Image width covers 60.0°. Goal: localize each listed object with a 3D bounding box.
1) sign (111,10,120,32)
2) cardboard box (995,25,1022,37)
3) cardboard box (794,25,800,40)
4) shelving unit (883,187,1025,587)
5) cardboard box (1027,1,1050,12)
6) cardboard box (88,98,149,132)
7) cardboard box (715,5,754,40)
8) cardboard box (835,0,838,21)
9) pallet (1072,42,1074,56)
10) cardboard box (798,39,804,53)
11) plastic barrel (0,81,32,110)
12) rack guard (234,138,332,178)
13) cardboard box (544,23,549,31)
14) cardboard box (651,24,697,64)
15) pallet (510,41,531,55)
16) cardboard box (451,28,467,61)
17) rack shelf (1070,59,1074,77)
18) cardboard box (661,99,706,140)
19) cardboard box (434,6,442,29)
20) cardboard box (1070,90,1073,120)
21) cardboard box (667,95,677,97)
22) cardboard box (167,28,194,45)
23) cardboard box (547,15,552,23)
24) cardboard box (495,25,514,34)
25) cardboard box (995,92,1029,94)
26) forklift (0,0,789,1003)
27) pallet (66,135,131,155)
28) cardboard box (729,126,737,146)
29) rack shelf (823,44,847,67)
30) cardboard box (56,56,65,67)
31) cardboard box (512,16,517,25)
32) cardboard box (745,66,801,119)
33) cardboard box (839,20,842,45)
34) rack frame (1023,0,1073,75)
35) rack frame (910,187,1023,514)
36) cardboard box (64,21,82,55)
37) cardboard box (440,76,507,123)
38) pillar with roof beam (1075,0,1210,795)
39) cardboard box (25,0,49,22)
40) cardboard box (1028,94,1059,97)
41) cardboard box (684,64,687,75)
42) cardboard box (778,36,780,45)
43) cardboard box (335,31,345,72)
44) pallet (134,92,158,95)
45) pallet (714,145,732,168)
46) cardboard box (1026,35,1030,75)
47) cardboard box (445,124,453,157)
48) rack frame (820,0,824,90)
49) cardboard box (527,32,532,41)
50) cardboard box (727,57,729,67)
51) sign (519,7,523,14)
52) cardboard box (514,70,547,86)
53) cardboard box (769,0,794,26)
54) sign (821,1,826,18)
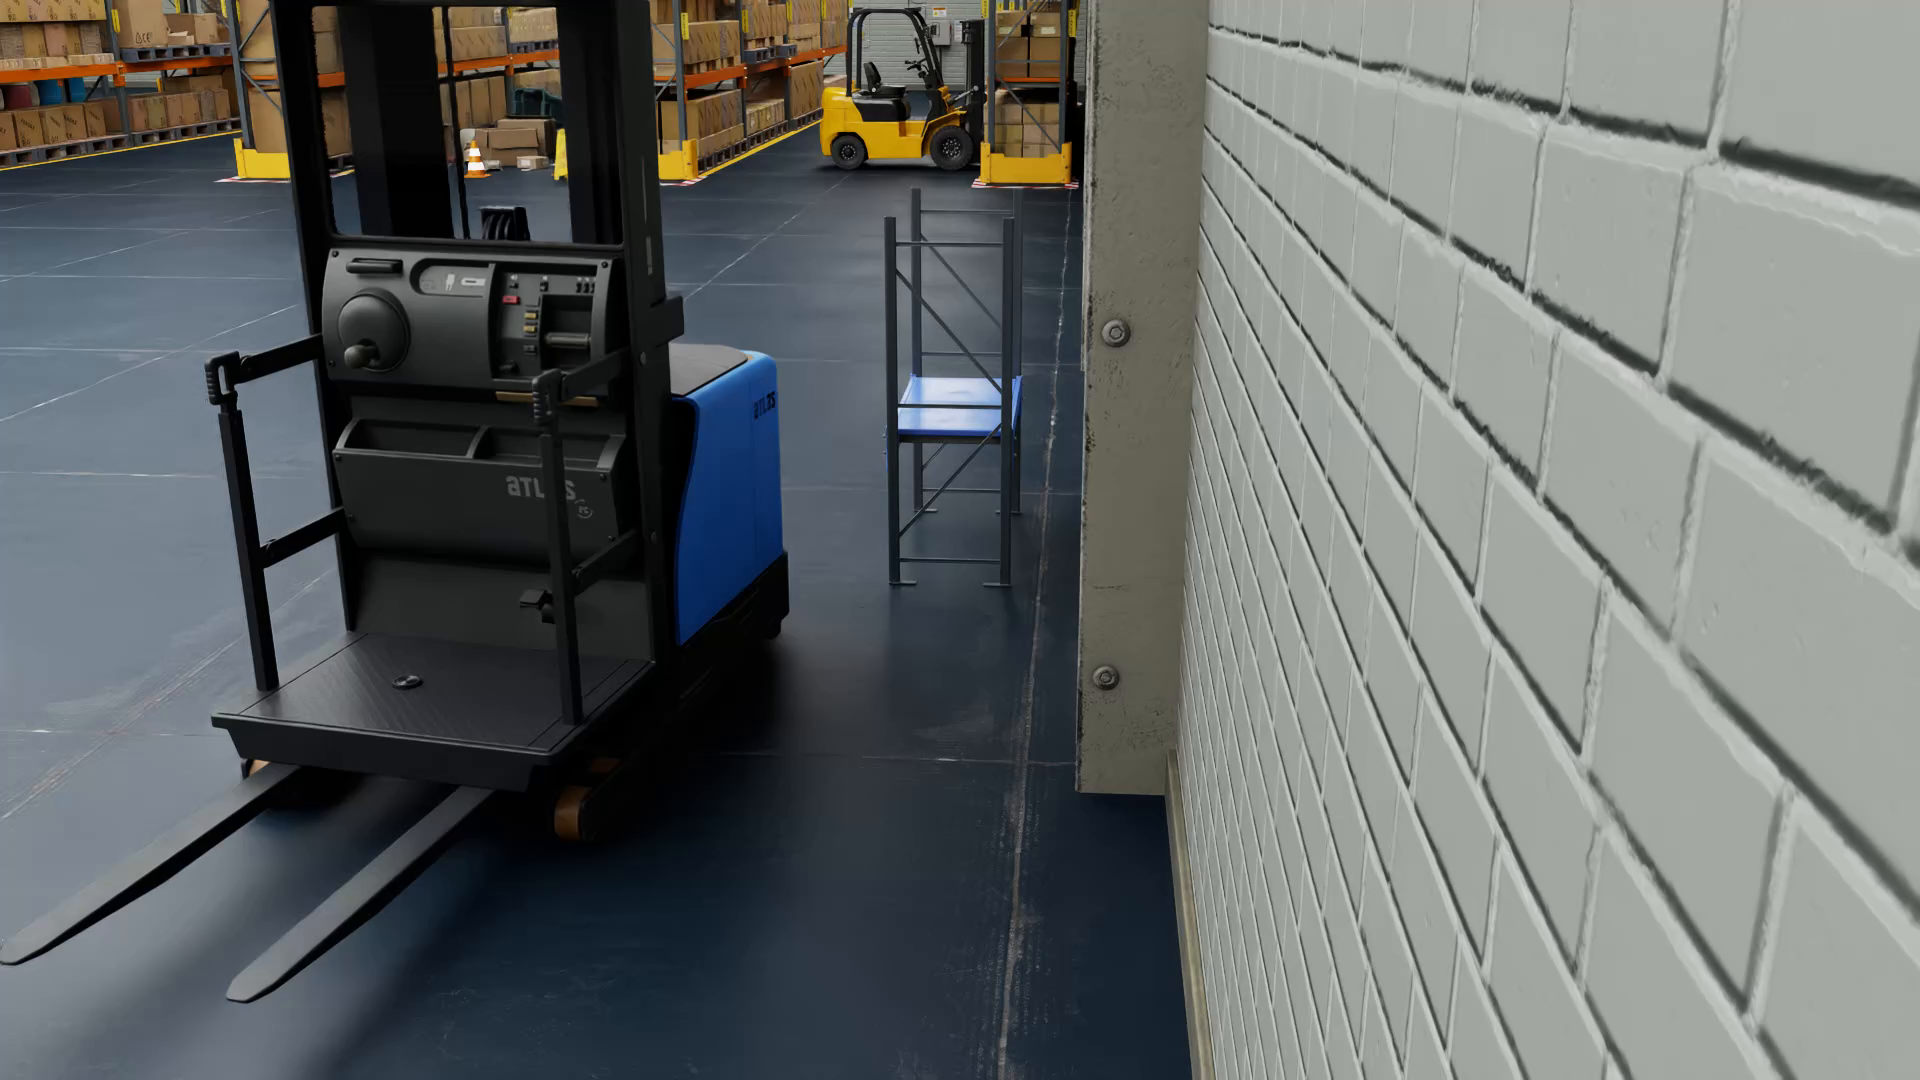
[{"bbox_3d":[-13.145,-8.083,25.884,0.100,0.325,0.005,1,18,4],"label":"sign"},{"bbox_3d":[0.608,-6.578,21.479,0.380,0.149,0.250,2,18,5],"label":"cardboard box"},{"bbox_3d":[-3.195,-9.181,30.064,0.500,0.250,0.500,2,18,5],"label":"cardboard box"},{"bbox_3d":[-0.006,-0.686,7.109,0.538,1.500,1.048,1,18,4],"label":"shelving unit"},{"bbox_3d":[1.601,-10.903,34.440,0.500,0.500,0.500,2,18,5],"label":"cardboard box"},{"bbox_3d":[-13.621,-6.893,26.950,0.700,0.500,0.500,0,18,0],"label":"cardboard box"},{"bbox_3d":[-3.483,-7.988,25.671,0.500,0.500,0.500,2,18,5],"label":"cardboard box"},{"bbox_3d":[-2.824,-11.082,34.661,0.500,0.500,0.500,1,18,4],"label":"cardboard box"},{"bbox_3d":[1.414,-8.714,29.508,1.213,0.211,1.003,1,18,4],"label":"pallet"},{"bbox_3d":[-3.167,-9.101,30.620,0.500,0.250,0.500,2,18,6],"label":"cardboard box"},{"bbox_3d":[-18.241,-8.591,32.023,0.600,0.588,0.708,1,18,4],"label":"plastic barrel"},{"bbox_3d":[-9.035,-5.102,22.190,1.175,0.500,0.348,1,18,4],"label":"rack guard"},{"bbox_3d":[-8.078,-9.793,31.744,0.380,0.149,0.250,0,18,1],"label":"cardboard box"},{"bbox_3d":[-3.778,-6.548,21.951,0.500,0.500,0.500,1,18,3],"label":"cardboard box"},{"bbox_3d":[-8.515,-8.914,30.119,1.213,0.211,1.003,1,18,4],"label":"pallet"},{"bbox_3d":[-8.367,-8.056,27.032,0.500,0.500,0.500,1,18,4],"label":"cardboard box"},{"bbox_3d":[1.292,-7.630,27.047,1.077,0.370,4.000,1,18,4],"label":"rack shelf"},{"bbox_3d":[-3.754,-5.719,22.597,0.500,0.500,0.500,1,18,2],"label":"cardboard box"},{"bbox_3d":[-8.682,-8.376,26.403,0.700,0.500,0.500,1,18,3],"label":"cardboard box"},{"bbox_3d":[1.745,-7.729,29.535,0.500,0.500,0.500,2,18,6],"label":"cardboard box"},{"bbox_3d":[-4.214,-6.041,23.578,0.500,0.500,0.500,1,18,3],"label":"cardboard box"},{"bbox_3d":[-13.250,-8.536,28.197,0.396,0.266,0.258,1,18,2],"label":"cardboard box"},{"bbox_3d":[-8.065,-10.013,31.937,0.380,0.149,0.250,1,18,4],"label":"cardboard box"},{"bbox_3d":[-8.225,-9.149,29.778,0.380,0.149,0.250,2,18,6],"label":"cardboard box"},{"bbox_3d":[0.755,-6.417,24.325,0.500,0.250,0.500,1,18,4],"label":"cardboard box"},{"bbox_3d":[-1.509,-0.655,4.716,1.130,2.935,3.031,4,19,13],"label":"forklift"},{"bbox_3d":[-13.700,-6.147,25.844,1.003,0.211,1.213,1,18,4],"label":"pallet"},{"bbox_3d":[-3.605,-5.998,24.653,0.500,0.250,0.500,1,18,2],"label":"cardboard box"},{"bbox_3d":[-3.085,-10.224,34.964,1.077,0.370,4.000,1,18,4],"label":"rack shelf"},{"bbox_3d":[-13.548,-7.102,24.683,0.380,0.149,0.250,1,18,4],"label":"cardboard box"},{"bbox_3d":[-8.217,-9.367,29.967,0.380,0.149,0.250,1,18,2],"label":"cardboard box"},{"bbox_3d":[-3.383,-8.105,30.080,0.875,0.875,0.875,1,18,3],"label":"cardboard box"},{"bbox_3d":[-2.791,-10.764,35.294,0.500,0.500,0.500,2,18,6],"label":"cardboard box"},{"bbox_3d":[1.722,-9.835,32.622,1.000,3.000,0.127,1,18,4],"label":"rack frame"},{"bbox_3d":[0.030,-0.844,7.590,0.500,1.500,0.032,1,18,4],"label":"rack frame"},{"bbox_3d":[-13.852,-7.578,25.093,0.875,0.500,0.500,1,18,4],"label":"cardboard box"},{"bbox_3d":[-8.593,-7.725,29.121,1.050,0.750,0.750,1,18,3],"label":"cardboard box"},{"bbox_3d":[-3.773,-3.661,4.144,9.100,9.000,0.400,1,18,4],"label":"pillar with roof beam"},{"bbox_3d":[-13.555,-7.734,23.965,0.500,0.500,0.500,1,18,4],"label":"cardboard box"},{"bbox_3d":[1.236,-6.247,23.807,0.500,0.250,0.500,1,18,4],"label":"cardboard box"},{"bbox_3d":[-3.854,-6.278,22.170,0.380,0.149,0.250,2,18,5],"label":"cardboard box"},{"bbox_3d":[-3.251,-8.434,28.073,0.380,0.149,0.250,0,18,1],"label":"cardboard box"},{"bbox_3d":[-8.869,-6.827,23.200,0.875,0.550,0.550,1,18,4],"label":"cardboard box"},{"bbox_3d":[-17.865,-9.939,37.416,1.003,0.211,1.213,1,18,4],"label":"pallet"},{"bbox_3d":[-3.900,-5.546,24.010,1.003,0.211,1.213,1,18,4],"label":"pallet"},{"bbox_3d":[0.682,-6.476,22.208,0.500,0.500,0.500,2,18,6],"label":"cardboard box"},{"bbox_3d":[-7.835,-5.848,24.463,0.500,0.500,0.500,4,19,13],"label":"cardboard box"},{"bbox_3d":[-3.229,-9.945,32.957,1.000,3.000,0.127,1,18,4],"label":"rack frame"},{"bbox_3d":[-8.154,-9.330,30.809,0.380,0.149,0.250,2,18,6],"label":"cardboard box"},{"bbox_3d":[-3.629,-7.078,24.609,0.380,0.149,0.250,1,18,4],"label":"cardboard box"},{"bbox_3d":[-8.715,-10.445,33.093,0.100,0.325,0.005,1,18,4],"label":"sign"},{"bbox_3d":[-8.085,-8.670,31.200,0.500,0.250,0.500,1,18,4],"label":"cardboard box"},{"bbox_3d":[-3.236,-9.373,29.445,0.500,0.500,0.500,1,18,2],"label":"cardboard box"},{"bbox_3d":[-2.687,-10.449,32.761,0.100,0.325,0.005,1,18,4],"label":"sign"}]
